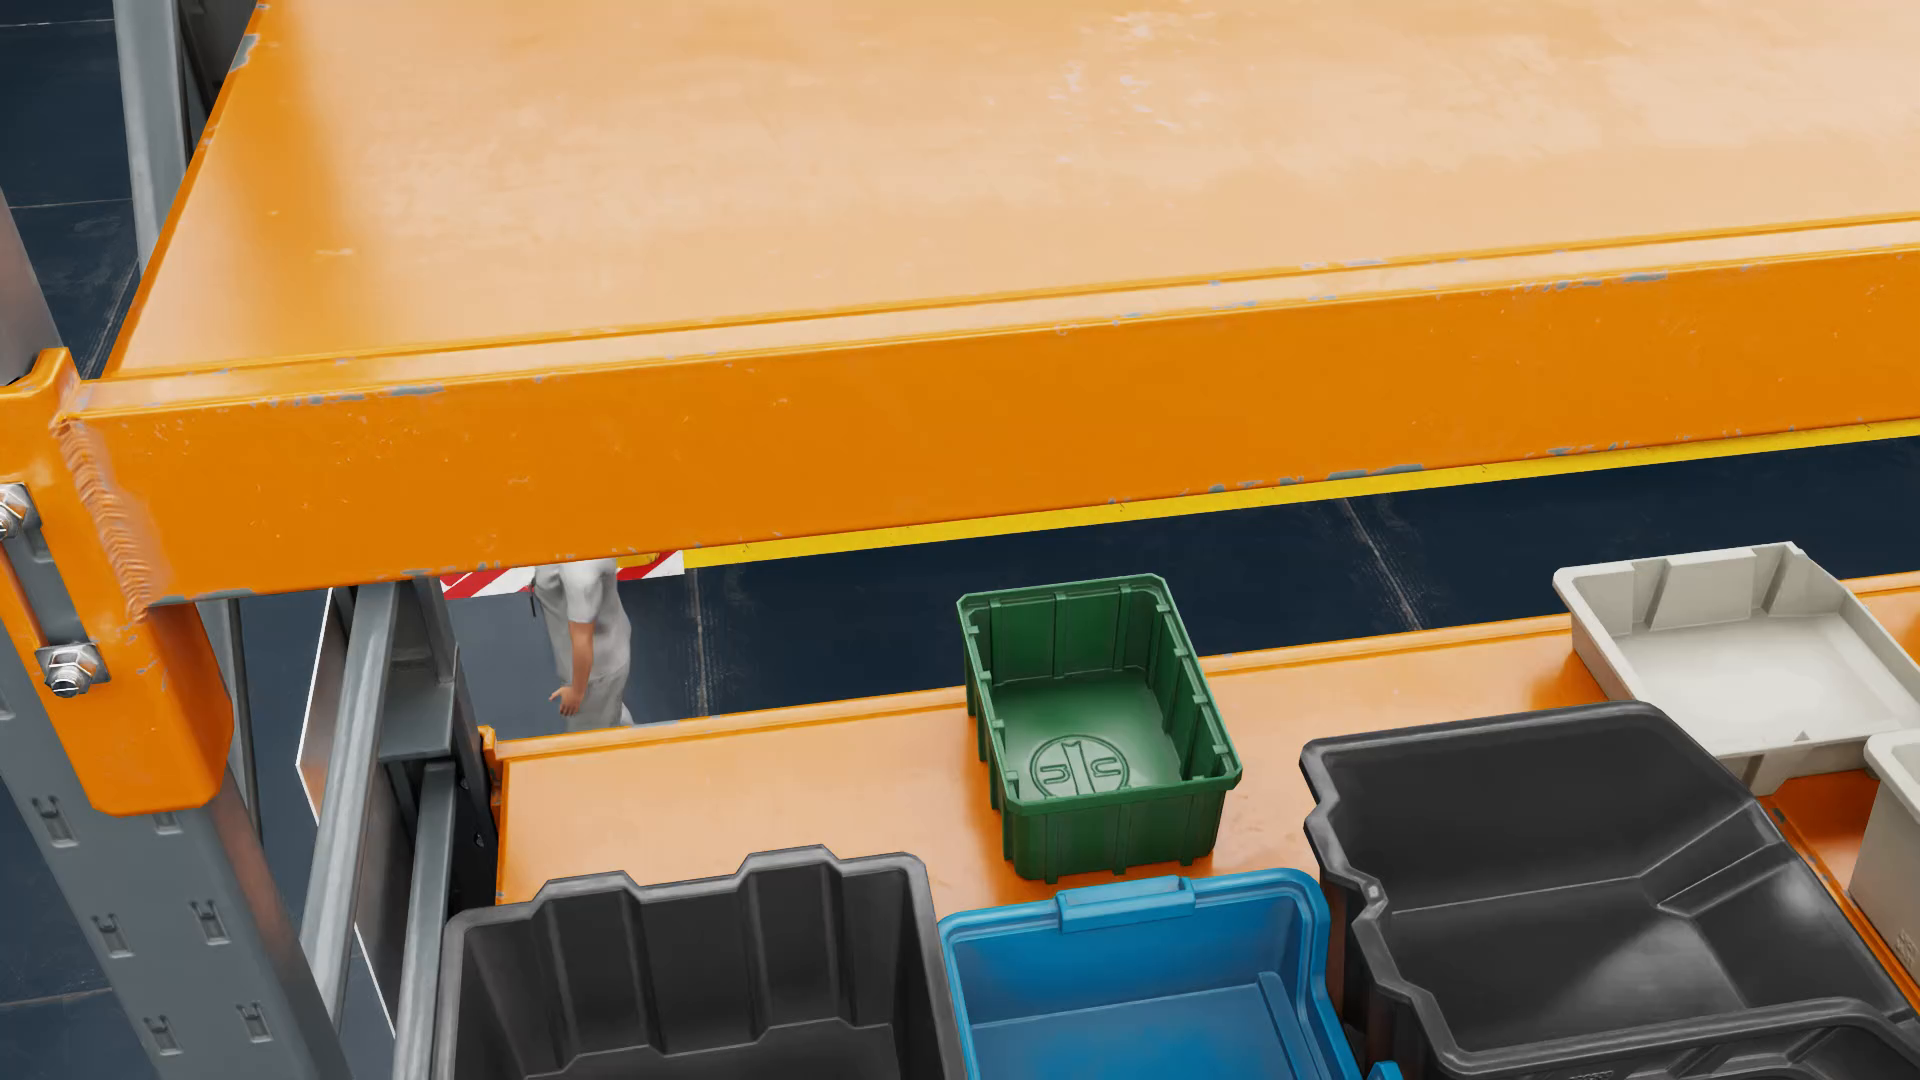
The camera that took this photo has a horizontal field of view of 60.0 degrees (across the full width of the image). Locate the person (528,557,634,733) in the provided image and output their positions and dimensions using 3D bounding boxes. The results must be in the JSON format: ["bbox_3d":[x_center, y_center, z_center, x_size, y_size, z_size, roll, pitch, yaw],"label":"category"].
[{"bbox_3d":[-1.246,0.399,5.669,0.367,1.672,0.443,-6,39,-7],"label":"person"}]
